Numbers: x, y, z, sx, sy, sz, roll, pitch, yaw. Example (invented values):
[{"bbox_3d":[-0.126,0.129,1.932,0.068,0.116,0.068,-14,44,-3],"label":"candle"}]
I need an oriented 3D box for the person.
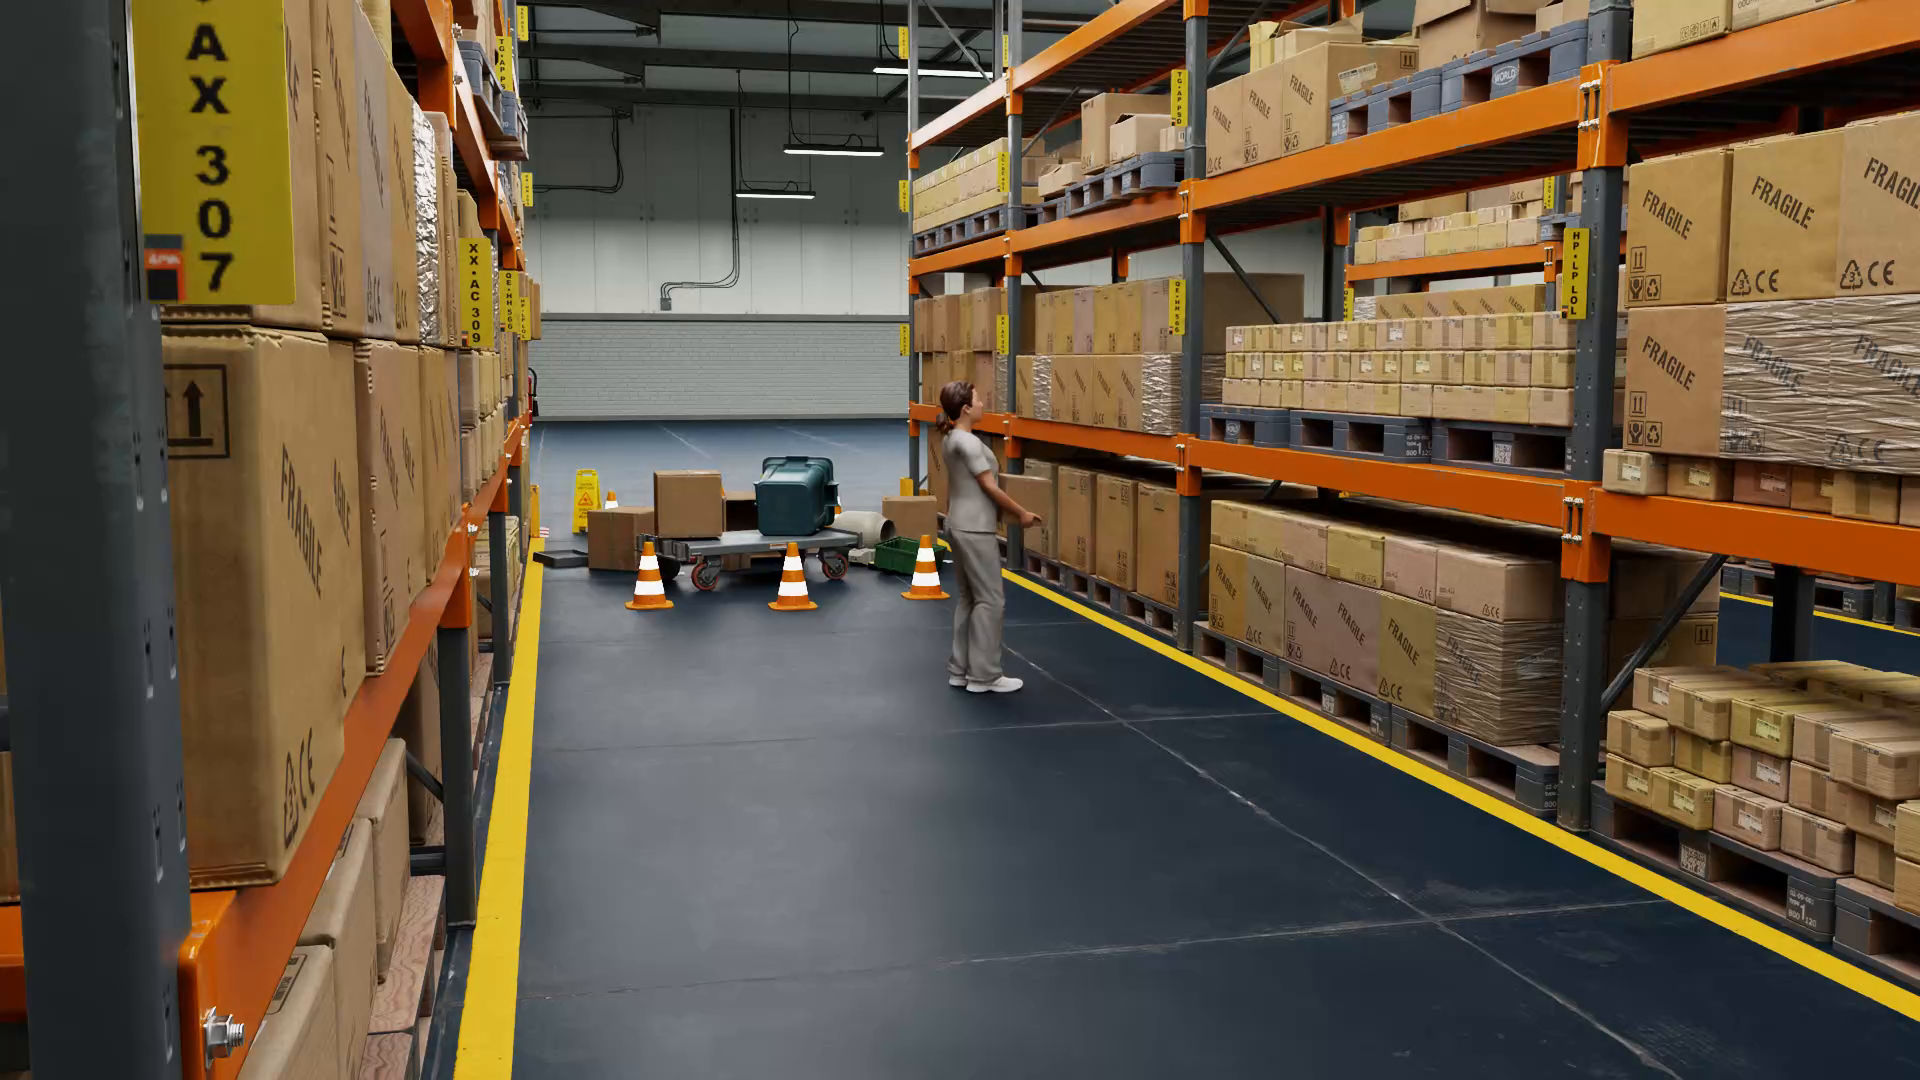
[{"bbox_3d":[0.133,-0.026,8.929,0.558,1.663,0.439,-2,6,-14],"label":"person"}]
